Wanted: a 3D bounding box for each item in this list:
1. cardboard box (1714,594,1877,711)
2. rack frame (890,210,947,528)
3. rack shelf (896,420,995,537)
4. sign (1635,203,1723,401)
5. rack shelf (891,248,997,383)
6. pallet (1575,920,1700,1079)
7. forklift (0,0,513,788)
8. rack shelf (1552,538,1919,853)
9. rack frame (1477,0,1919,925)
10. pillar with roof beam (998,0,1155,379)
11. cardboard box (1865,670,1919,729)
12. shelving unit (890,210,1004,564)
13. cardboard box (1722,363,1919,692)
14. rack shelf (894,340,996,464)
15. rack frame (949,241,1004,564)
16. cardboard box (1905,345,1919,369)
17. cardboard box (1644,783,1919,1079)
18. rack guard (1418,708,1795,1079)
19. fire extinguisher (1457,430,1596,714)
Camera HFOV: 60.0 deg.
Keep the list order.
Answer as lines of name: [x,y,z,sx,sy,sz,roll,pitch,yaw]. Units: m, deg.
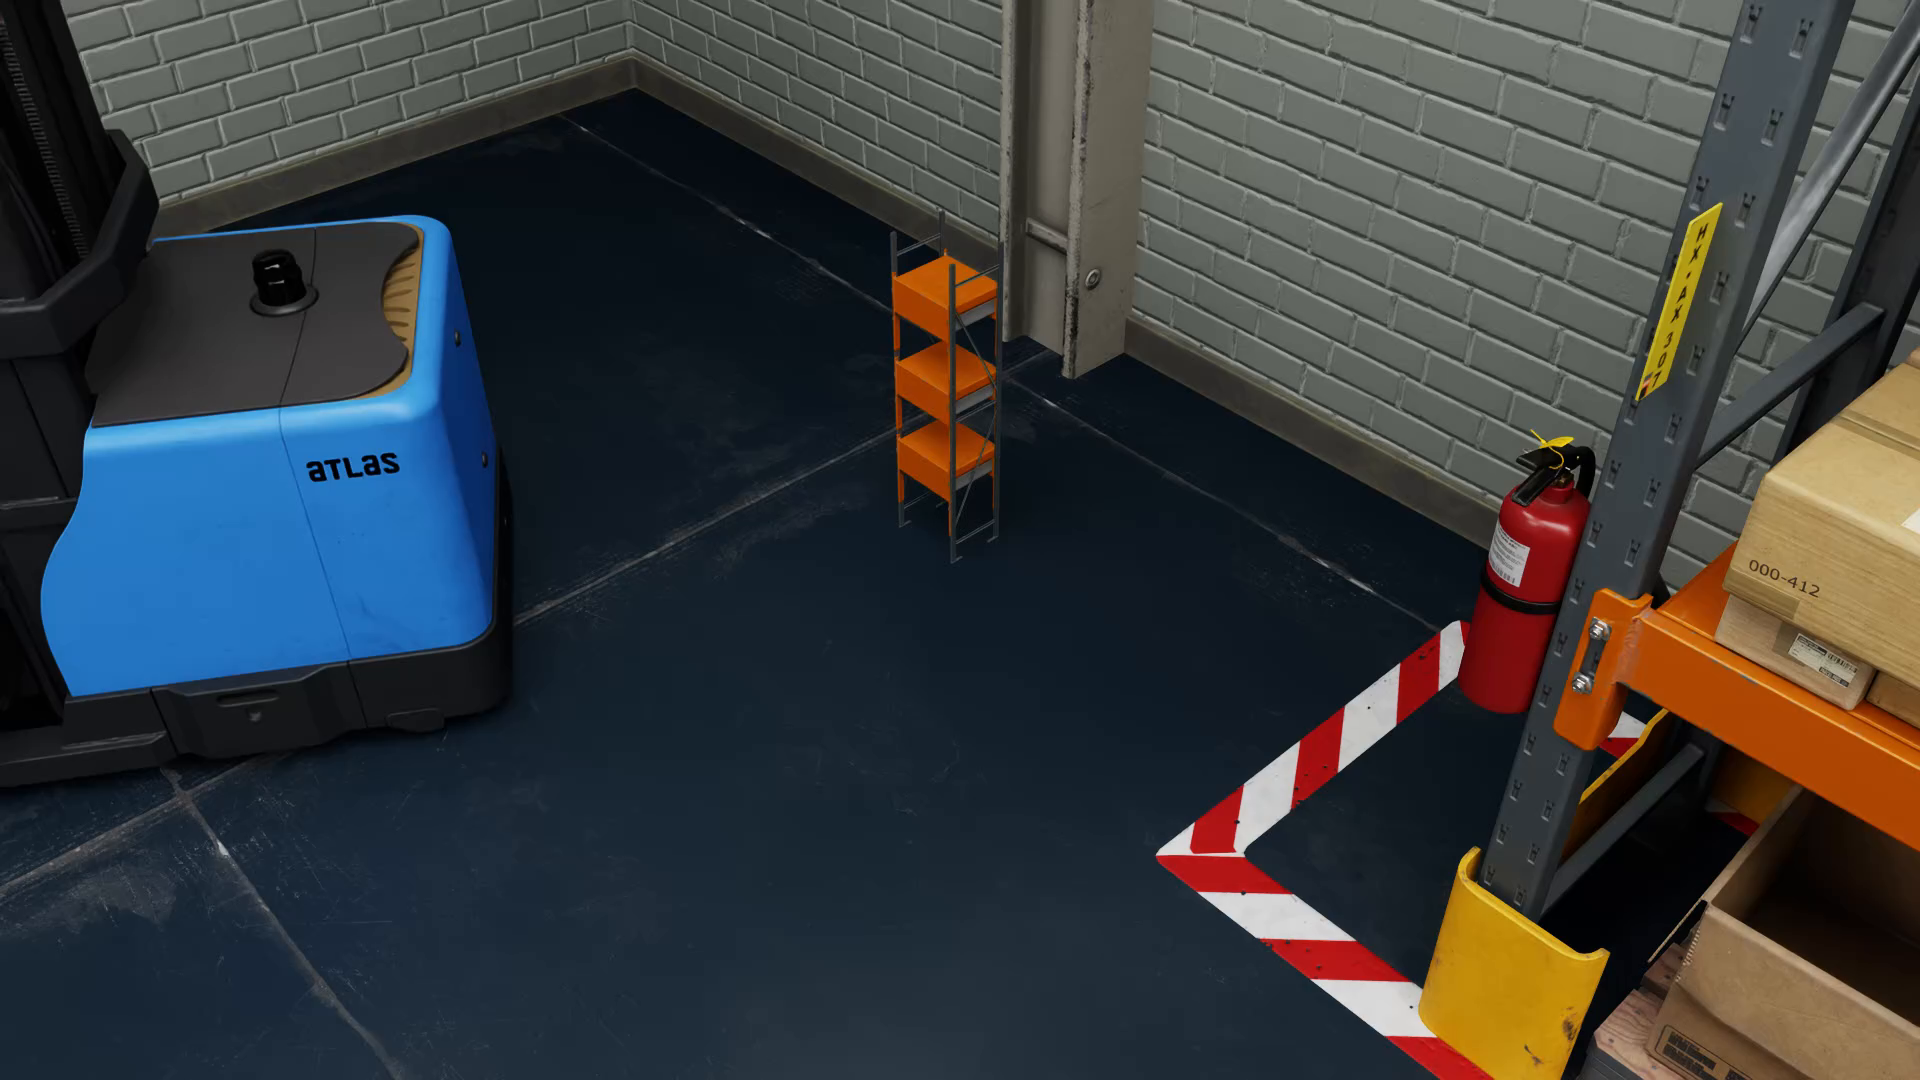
cardboard box: [1.559,0.099,2.940,0.380,0.149,0.250,-30,48,-32]
rack frame: [-0.119,-0.490,5.021,0.200,1.050,0.008,-30,48,-32]
rack shelf: [-0.036,-0.209,5.132,0.215,0.259,0.240,-30,48,-32]
sign: [1.139,-0.373,2.636,0.100,0.325,0.005,-30,48,-32]
rack shelf: [-0.036,-0.646,4.779,0.215,0.259,0.240,-30,48,-32]
pallet: [2.130,1.222,3.570,1.003,0.211,1.213,-30,48,-32]
forklift: [-2.820,-0.753,3.850,3.031,2.935,1.130,-7,40,-9]
rack shelf: [2.891,0.938,2.273,1.077,0.370,4.000,-30,48,-32]
rack frame: [1.539,-0.267,3.193,1.000,3.000,0.127,-30,48,-32]
pillar with roof beam: [-2.792,-2.402,1.063,9.100,9.000,0.400,-30,48,-32]
cardboard box: [1.765,0.197,2.818,0.380,0.149,0.250,-29,47,-31]
shelving unit: [-0.036,-0.433,4.951,0.215,1.050,0.252,-30,48,-32]
cardboard box: [1.647,0.000,2.745,0.500,0.250,0.500,-30,47,-32]
rack shelf: [-0.036,-0.425,4.957,0.215,0.259,0.240,-30,48,-32]
rack frame: [0.046,-0.377,4.881,0.200,1.050,0.008,-30,48,-32]
cardboard box: [2.045,-0.224,3.023,0.500,0.250,0.500,-29,47,-31]
cardboard box: [1.883,0.864,3.445,0.797,0.503,0.637,-32,49,-33]
rack guard: [1.590,0.741,3.935,1.175,0.500,0.348,-30,48,-32]
fire extinguisher: [1.099,0.036,3.176,0.296,0.674,0.183,-30,48,-32]
